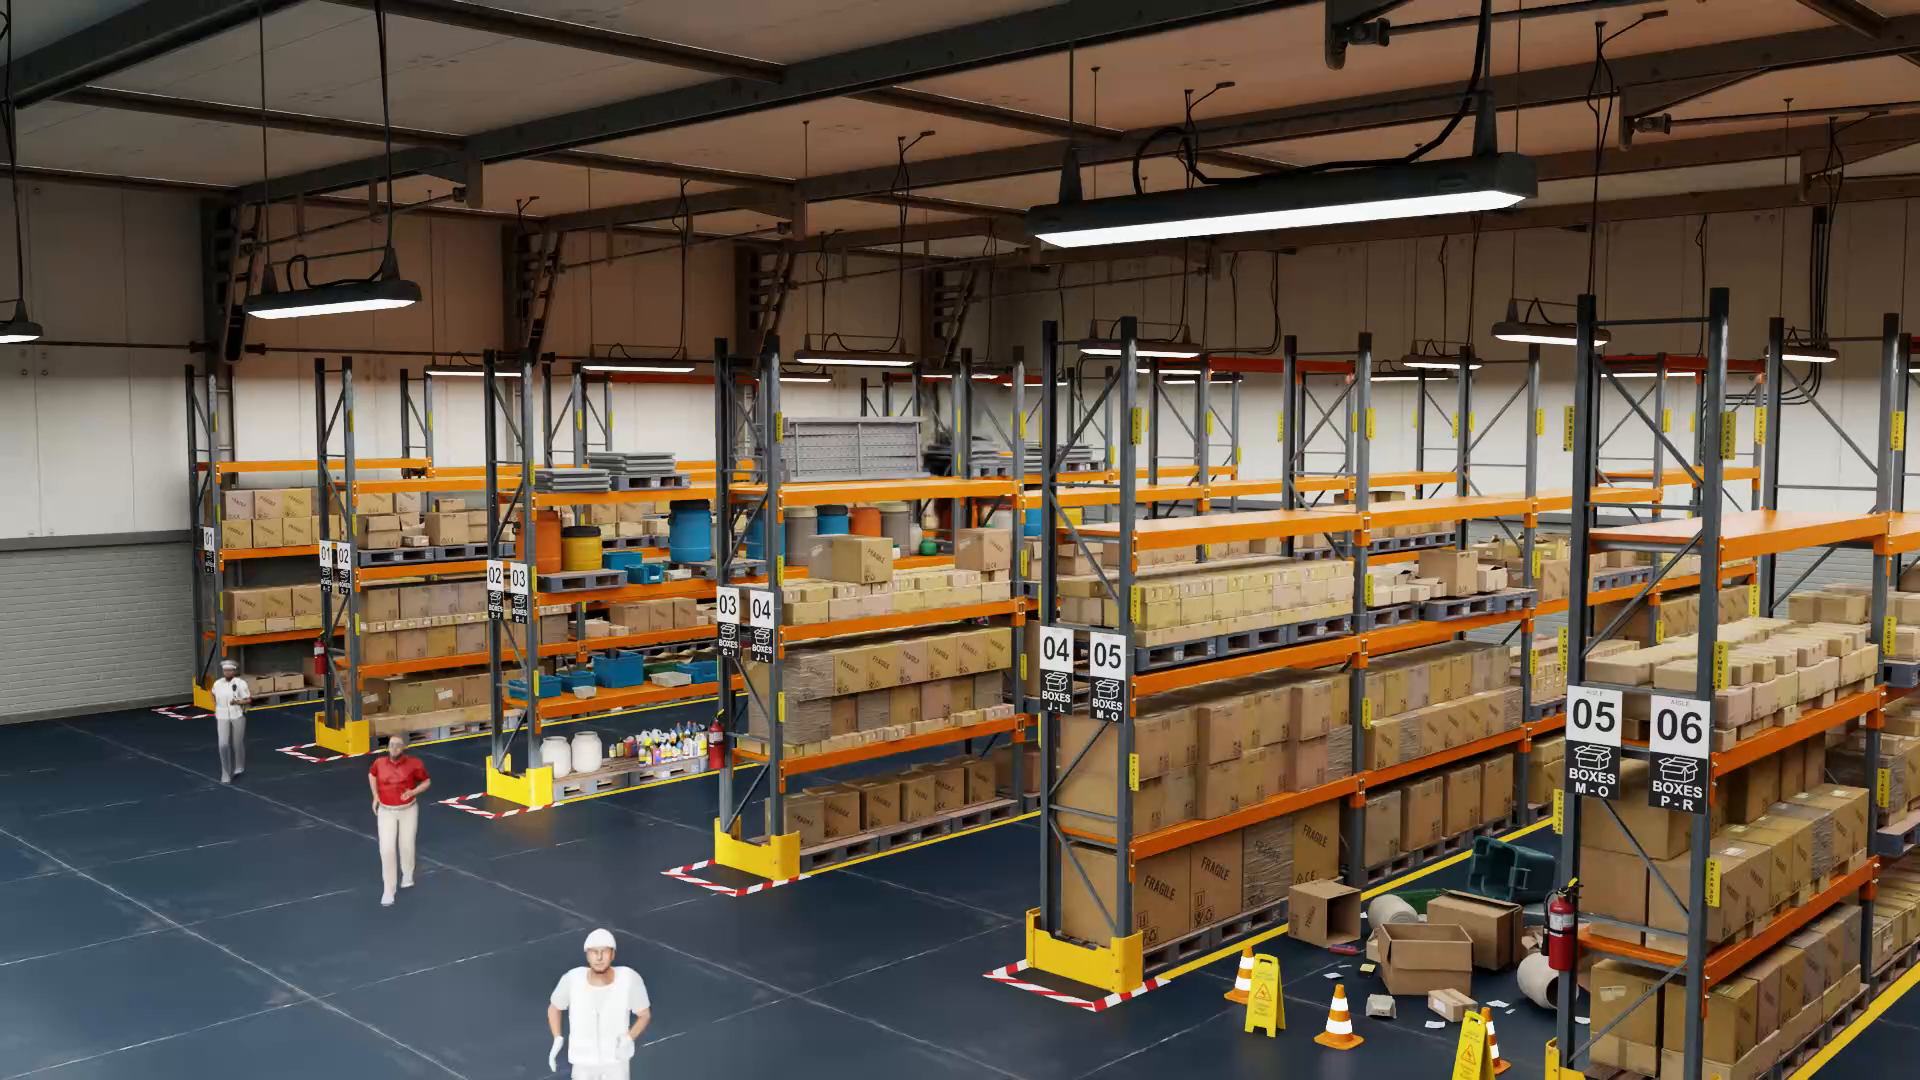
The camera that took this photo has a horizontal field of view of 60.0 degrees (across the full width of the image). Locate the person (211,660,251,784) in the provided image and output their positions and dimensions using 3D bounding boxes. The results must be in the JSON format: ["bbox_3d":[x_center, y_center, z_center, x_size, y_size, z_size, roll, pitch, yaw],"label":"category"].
[{"bbox_3d":[-10.240,2.538,23.340,0.568,1.742,0.703,-1,5,-14],"label":"person"}]

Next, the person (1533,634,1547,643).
[{"bbox_3d":[9.194,2.330,26.218,0.650,1.695,0.663,-3,5,-37],"label":"person"}]

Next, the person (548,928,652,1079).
[{"bbox_3d":[-2.391,3.451,11.051,0.682,1.733,0.594,-1,4,-11],"label":"person"}]

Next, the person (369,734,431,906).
[{"bbox_3d":[-5.982,2.956,17.771,0.645,1.789,0.799,-1,5,-15],"label":"person"}]
